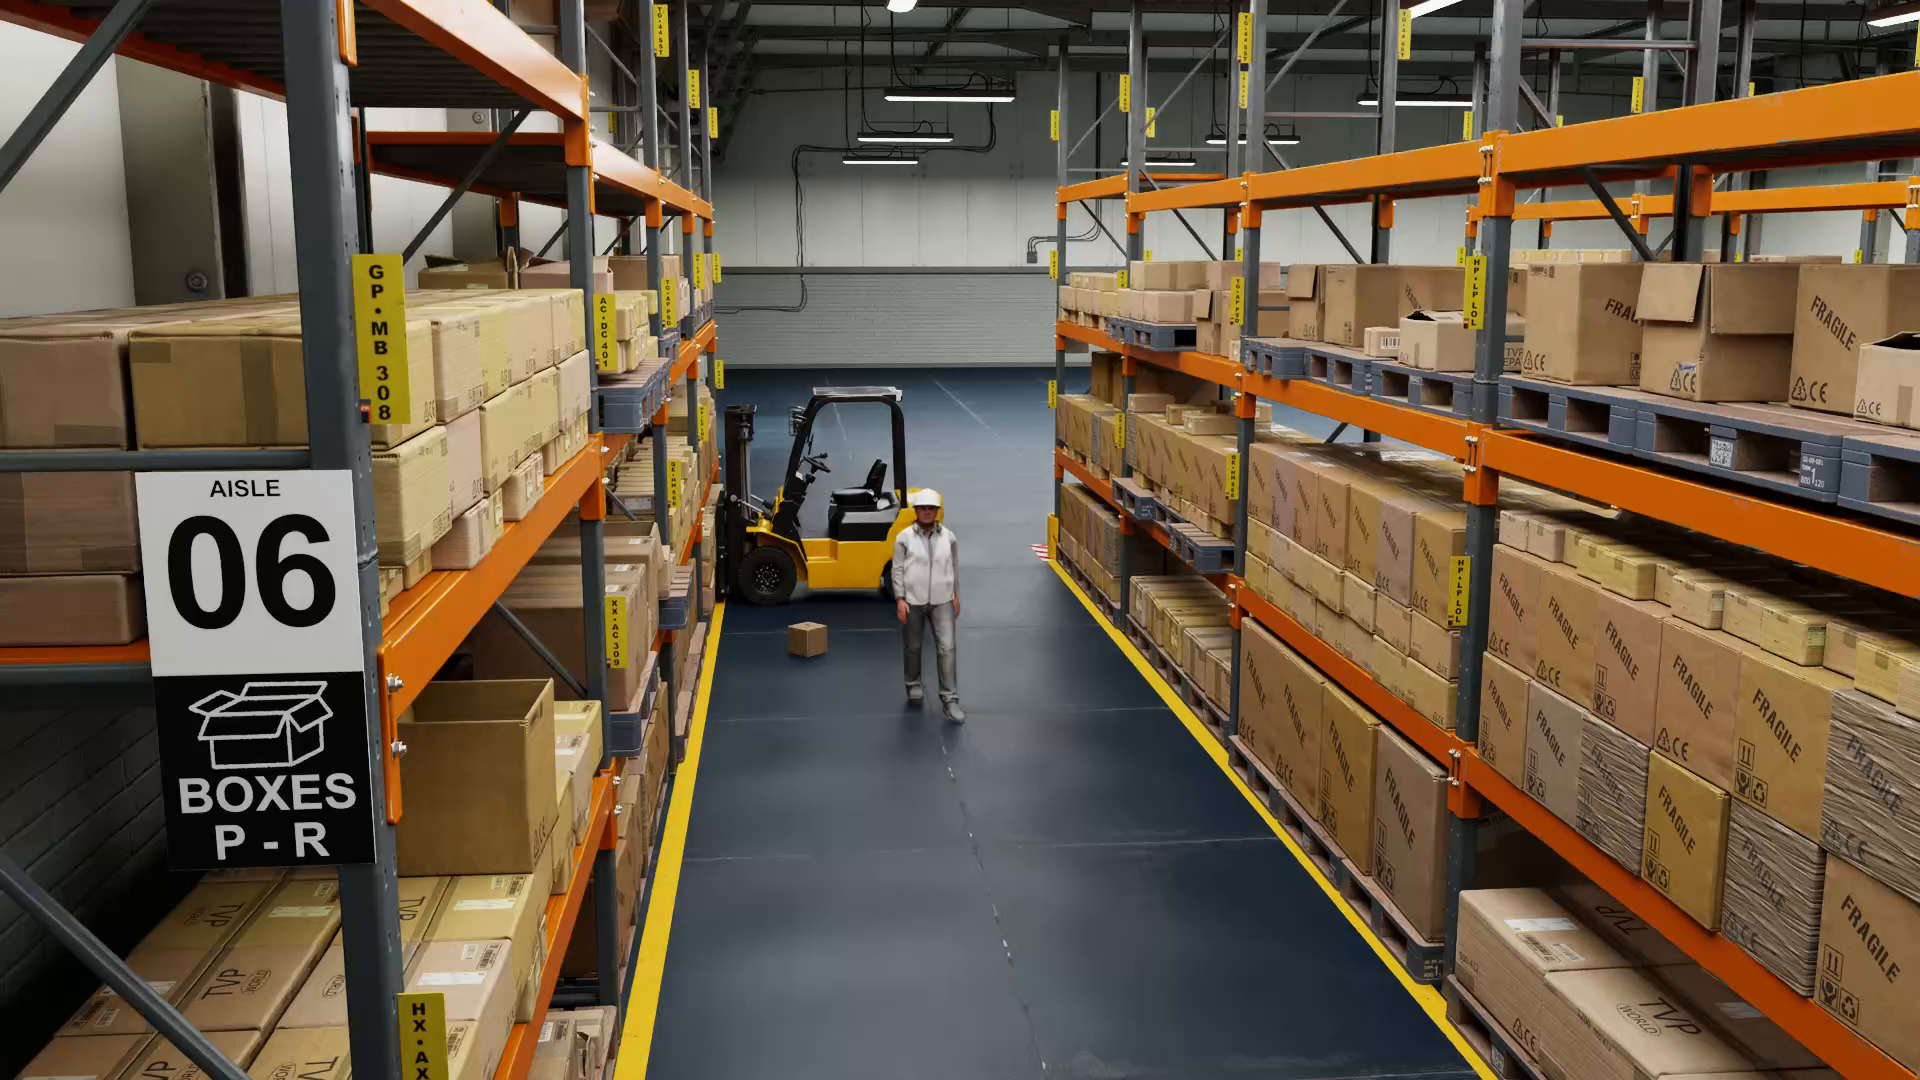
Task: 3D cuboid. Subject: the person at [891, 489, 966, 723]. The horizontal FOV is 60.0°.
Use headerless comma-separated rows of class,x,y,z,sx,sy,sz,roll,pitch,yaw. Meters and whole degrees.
person,-0.249,0.476,13.022,0.576,1.736,0.946,-2,10,-9
